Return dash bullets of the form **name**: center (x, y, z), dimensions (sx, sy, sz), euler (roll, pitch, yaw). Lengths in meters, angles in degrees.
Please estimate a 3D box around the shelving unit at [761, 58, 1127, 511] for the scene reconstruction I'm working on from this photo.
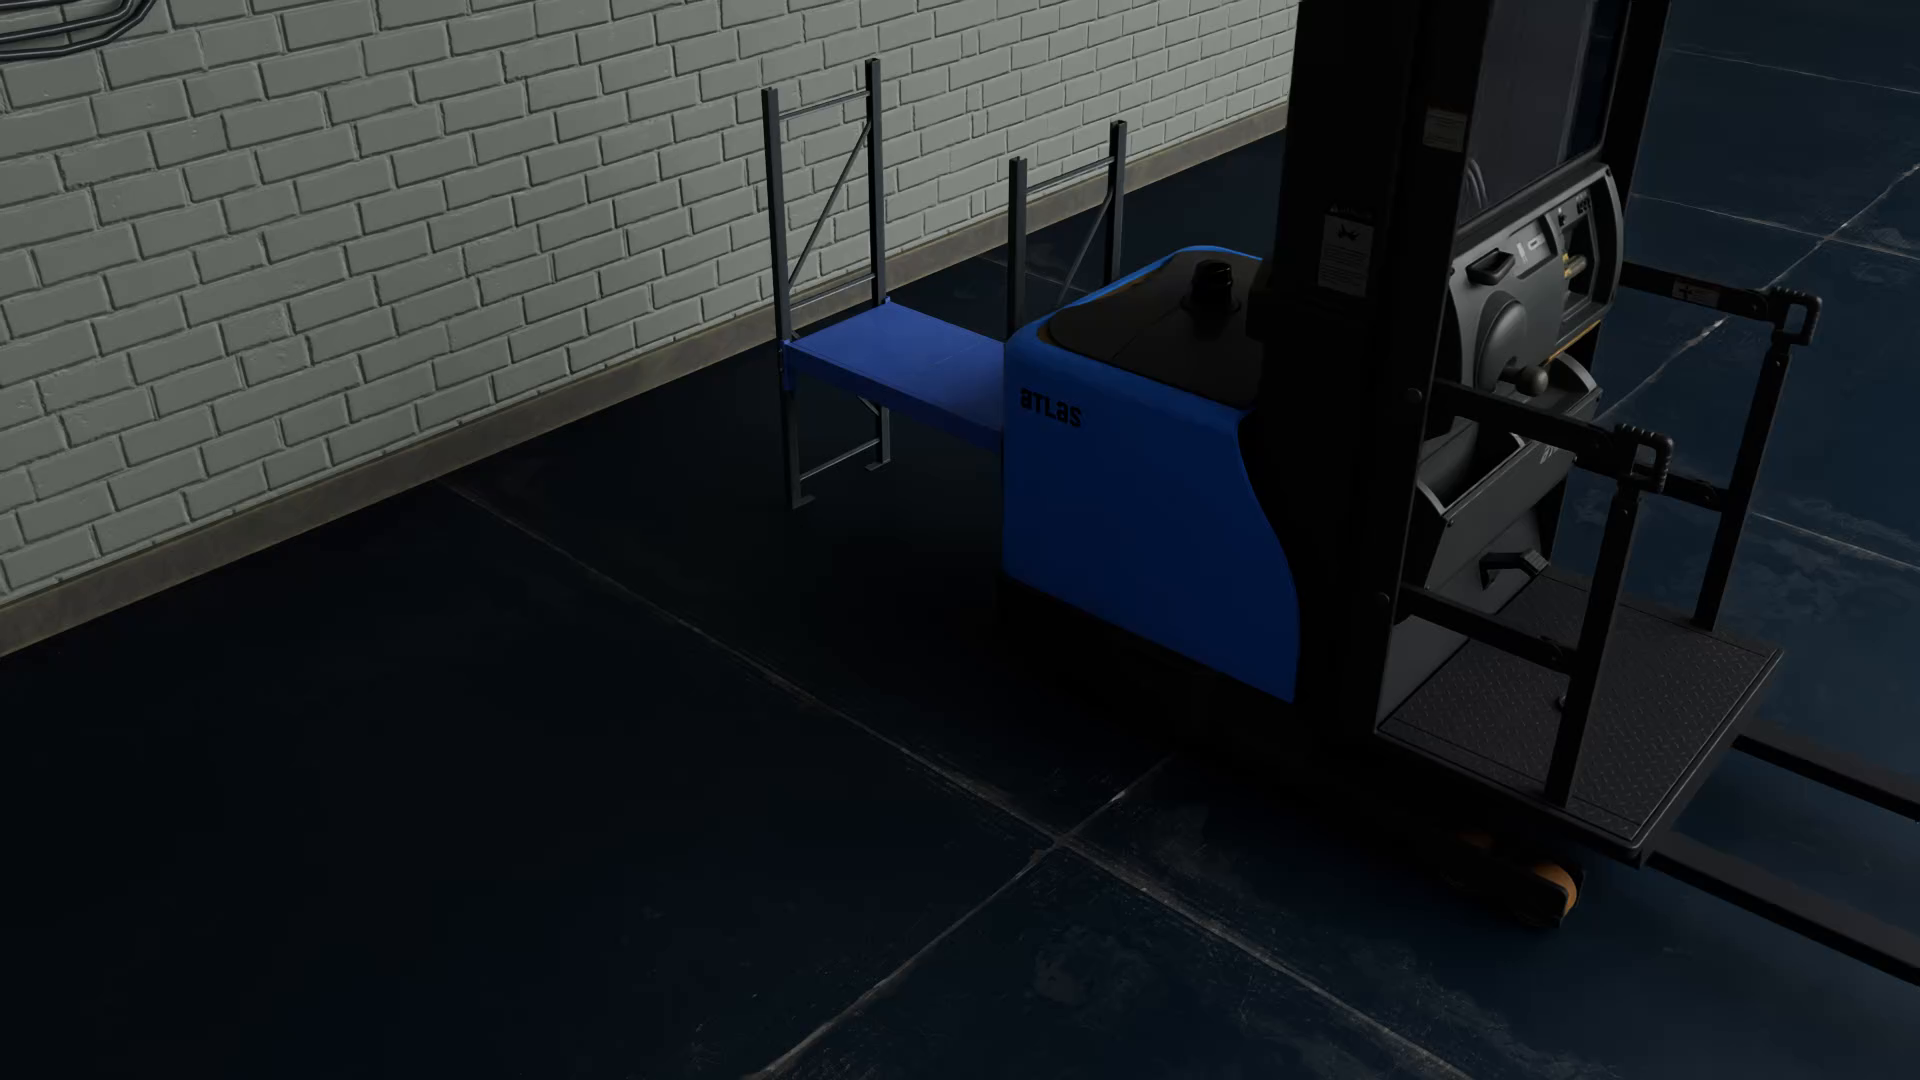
- **shelving unit**: center (-0.063, -0.672, 5.412), dimensions (1.048, 1.500, 0.538), euler (25, 39, 35)

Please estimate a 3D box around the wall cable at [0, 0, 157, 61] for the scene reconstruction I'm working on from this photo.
- **wall cable**: center (-3.252, -1.981, 3.327), dimensions (0.112, 2.526, 3.097), euler (25, 39, 35)

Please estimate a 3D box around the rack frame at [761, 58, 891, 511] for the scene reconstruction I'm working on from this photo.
- **rack frame**: center (-0.440, -0.848, 5.704), dimensions (0.032, 1.500, 0.500), euler (25, 39, 35)

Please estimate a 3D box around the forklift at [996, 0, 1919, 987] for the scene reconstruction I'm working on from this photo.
- **forklift**: center (1.557, -0.601, 3.906), dimensions (3.031, 2.935, 1.130), euler (24, 38, 34)

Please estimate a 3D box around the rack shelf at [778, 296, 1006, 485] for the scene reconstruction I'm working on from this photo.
- **rack shelf**: center (-0.063, -0.518, 5.505), dimensions (1.000, 0.185, 0.538), euler (25, 39, 35)

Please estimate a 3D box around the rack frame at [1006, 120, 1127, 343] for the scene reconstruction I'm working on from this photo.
- **rack frame**: center (0.314, -0.496, 5.120), dimensions (0.032, 1.500, 0.500), euler (25, 39, 35)
